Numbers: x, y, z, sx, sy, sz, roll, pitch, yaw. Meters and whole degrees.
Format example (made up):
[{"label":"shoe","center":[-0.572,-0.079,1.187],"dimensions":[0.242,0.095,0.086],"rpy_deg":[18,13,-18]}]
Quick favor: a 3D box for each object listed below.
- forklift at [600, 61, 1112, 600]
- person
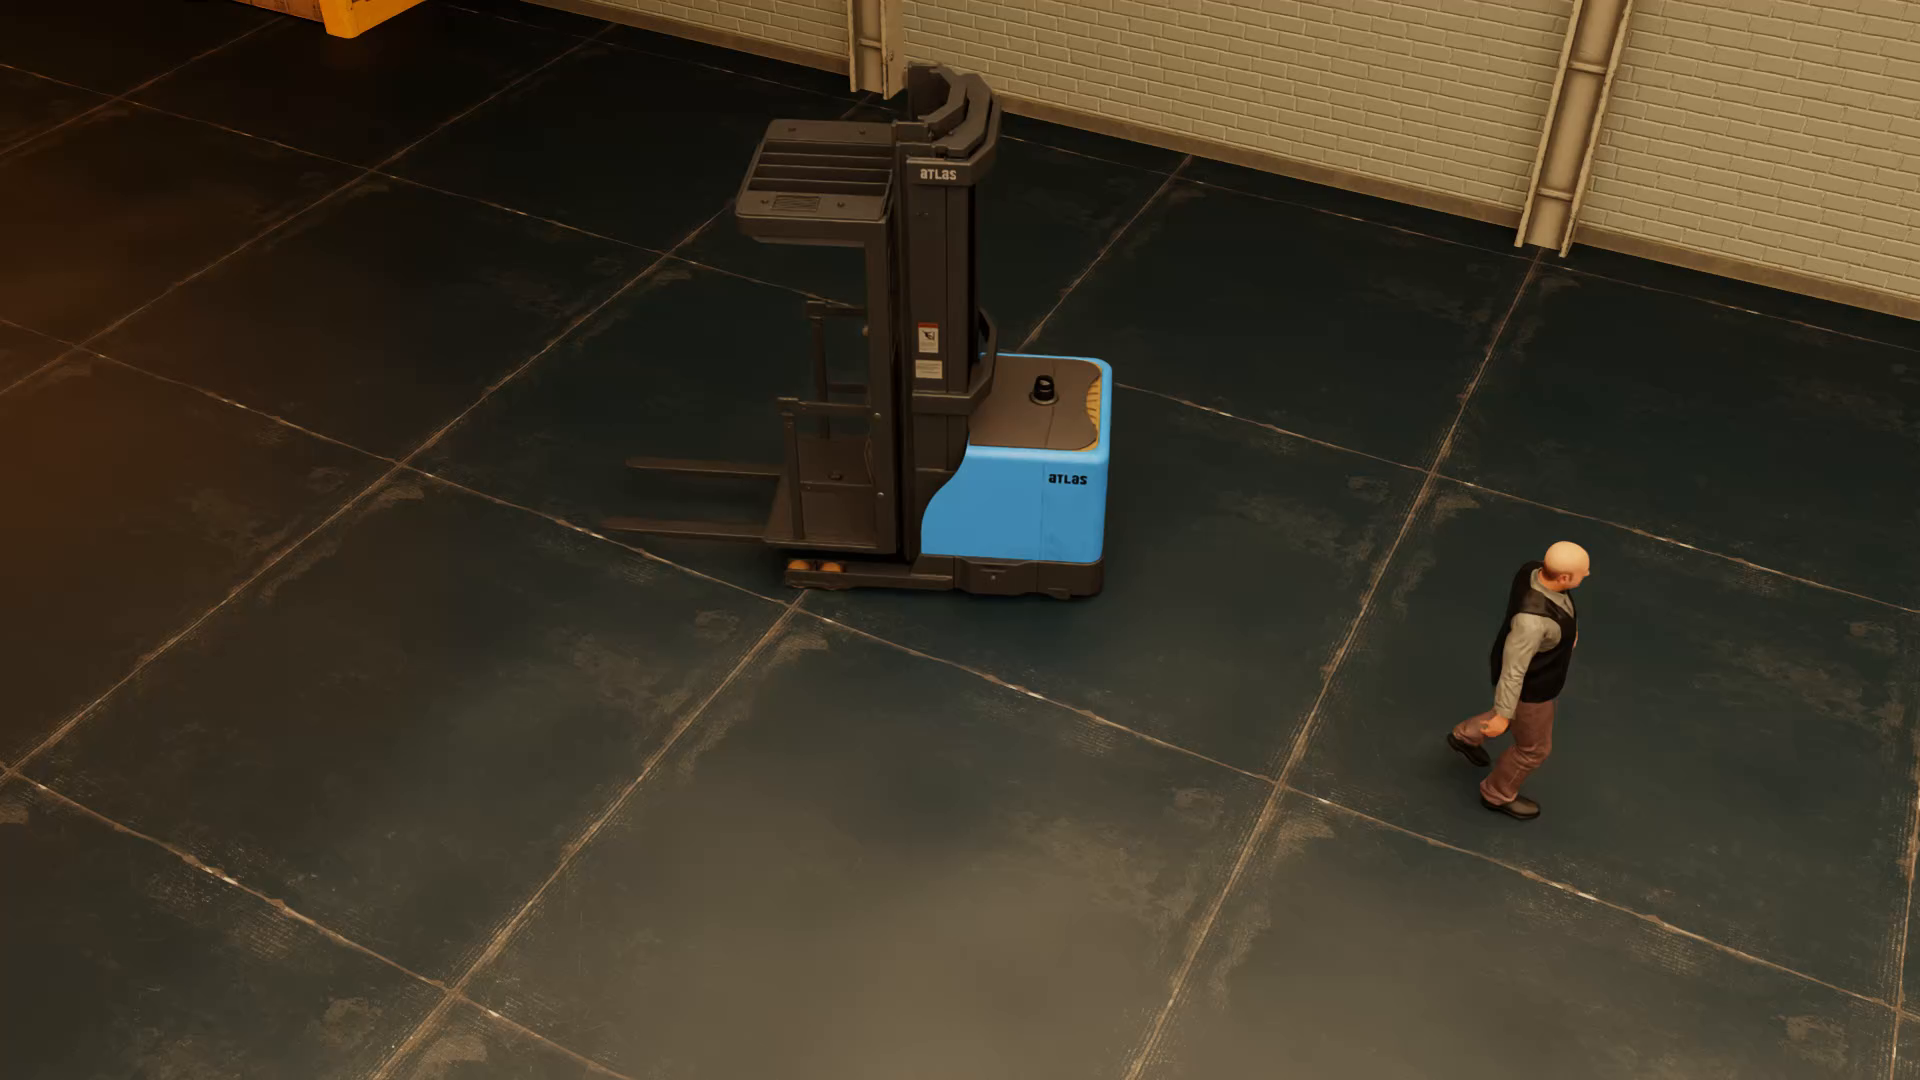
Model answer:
[{"label":"forklift","center":[-0.631,-1.158,9.362],"dimensions":[3.031,2.935,1.130],"rpy_deg":[3,40,4]},{"label":"person","center":[2.763,0.667,8.149],"dimensions":[0.517,1.703,0.741],"rpy_deg":[9,41,11]}]
